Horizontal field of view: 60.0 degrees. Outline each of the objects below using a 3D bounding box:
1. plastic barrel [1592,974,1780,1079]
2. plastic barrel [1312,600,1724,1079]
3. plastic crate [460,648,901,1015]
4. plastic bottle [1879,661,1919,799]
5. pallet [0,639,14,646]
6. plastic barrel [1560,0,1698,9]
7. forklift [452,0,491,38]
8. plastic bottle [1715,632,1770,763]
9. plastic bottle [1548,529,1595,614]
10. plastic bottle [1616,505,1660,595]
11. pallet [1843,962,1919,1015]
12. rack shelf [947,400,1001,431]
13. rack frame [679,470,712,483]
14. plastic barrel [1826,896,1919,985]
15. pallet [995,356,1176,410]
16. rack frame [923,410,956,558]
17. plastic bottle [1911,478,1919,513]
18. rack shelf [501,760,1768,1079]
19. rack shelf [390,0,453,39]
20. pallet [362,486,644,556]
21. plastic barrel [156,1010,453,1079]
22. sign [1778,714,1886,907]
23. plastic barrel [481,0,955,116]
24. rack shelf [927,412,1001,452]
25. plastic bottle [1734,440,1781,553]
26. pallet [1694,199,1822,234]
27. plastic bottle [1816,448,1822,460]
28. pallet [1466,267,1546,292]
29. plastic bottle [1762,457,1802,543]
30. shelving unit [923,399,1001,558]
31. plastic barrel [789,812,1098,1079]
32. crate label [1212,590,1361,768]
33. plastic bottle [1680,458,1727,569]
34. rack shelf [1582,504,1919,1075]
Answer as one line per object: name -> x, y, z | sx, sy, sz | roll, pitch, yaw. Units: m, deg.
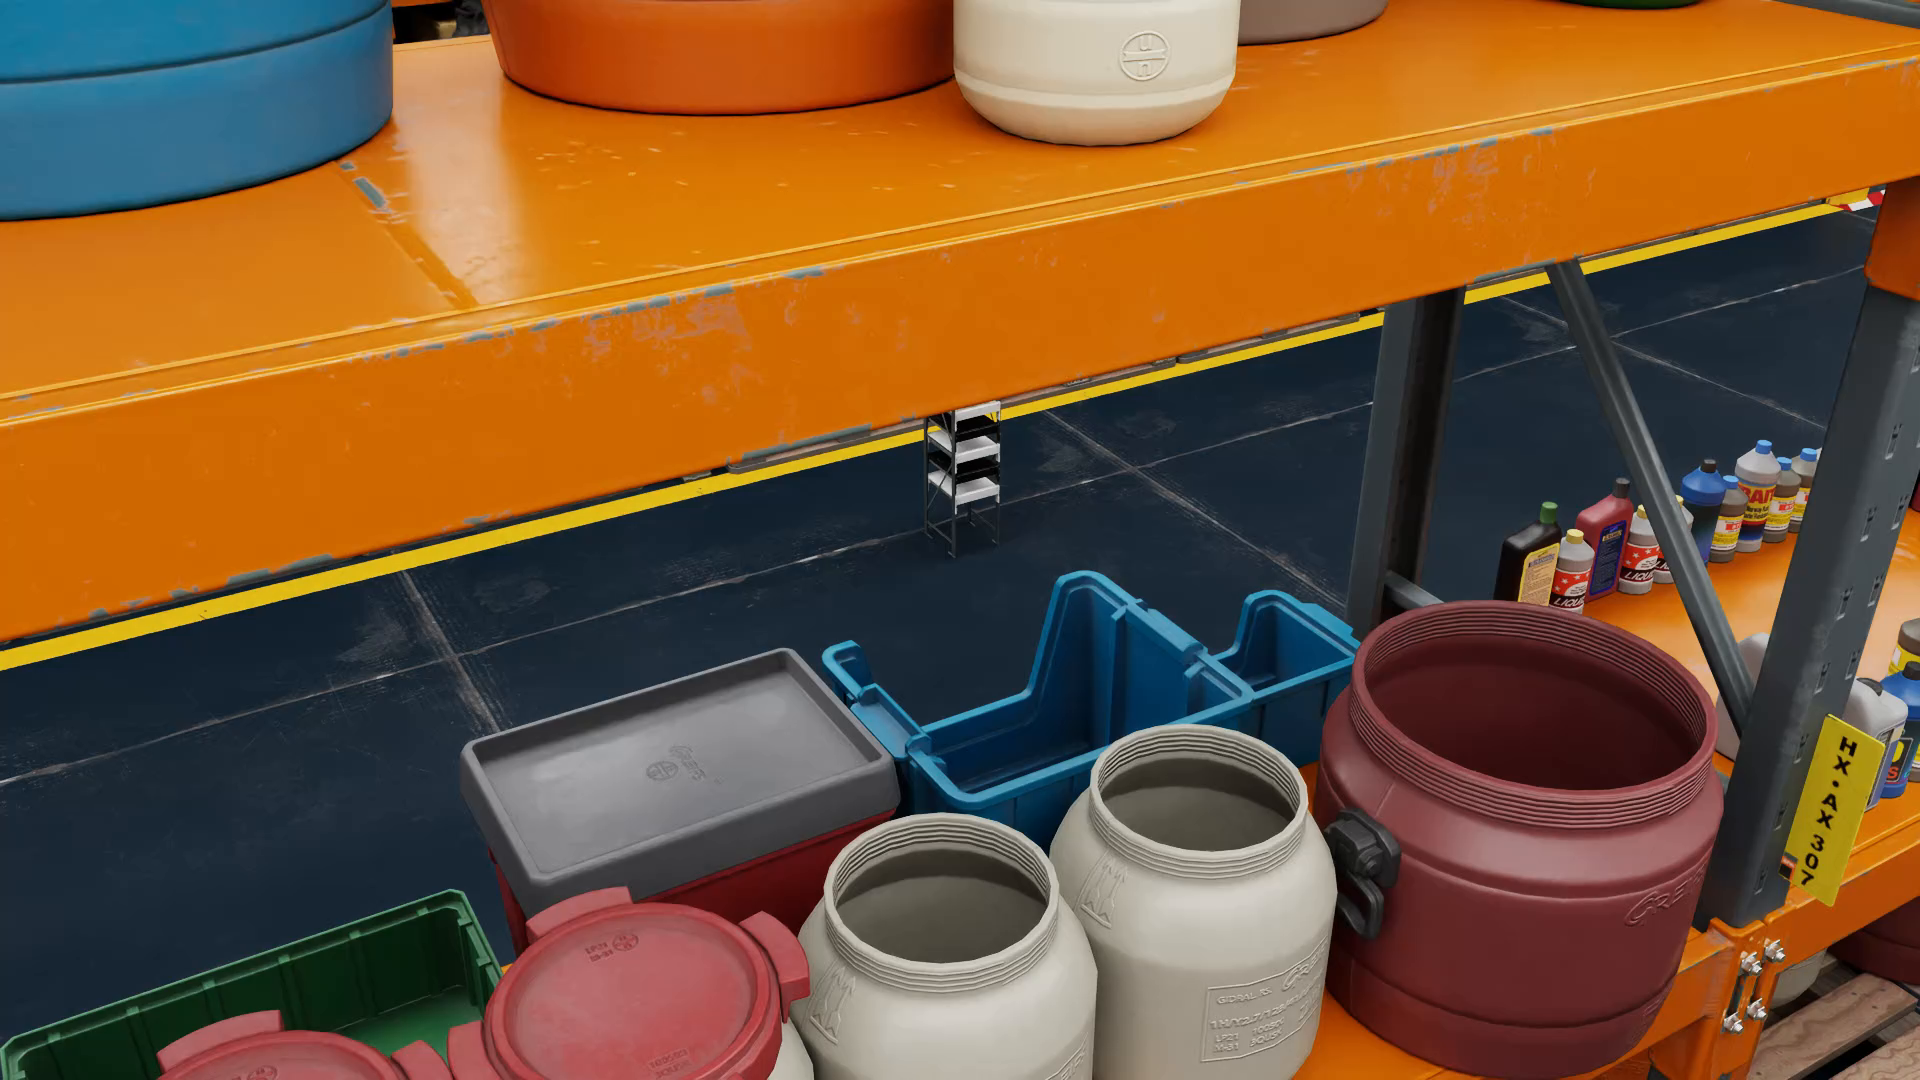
plastic barrel -> 1.531, 0.922, 3.786 | 0.708, 0.830, 0.600 | -16, 33, -26
plastic barrel -> 0.871, 0.463, 2.666 | 0.708, 0.536, 0.600 | -16, 33, -26
plastic crate -> -0.431, 0.523, 2.632 | 0.583, 0.464, 0.402 | -16, 33, -26
plastic bottle -> 1.768, 0.351, 3.143 | 0.097, 0.271, 0.097 | 0, 29, 0
pallet -> -4.222, 0.222, 6.130 | 1.213, 0.211, 1.003 | -16, 33, -26
plastic barrel -> 0.931, -0.881, 2.298 | 0.294, 0.245, 0.294 | 0, 29, 0
forklift -> -2.514, -2.415, 8.093 | 3.031, 2.935, 1.130 | -15, 32, -26
plastic bottle -> 1.577, 0.302, 3.226 | 0.135, 0.276, 0.152 | -16, 33, -26
plastic bottle -> 1.359, 0.072, 3.720 | 0.097, 0.201, 0.097 | 0, 29, 0
plastic bottle -> 1.558, 0.016, 3.822 | 0.097, 0.201, 0.097 | 0, 29, 0
pallet -> 2.827, 0.997, 4.726 | 1.213, 0.211, 1.003 | -16, 33, -26
rack shelf -> 0.007, -0.524, 6.465 | 0.200, 0.077, 0.258 | -16, 33, -26
rack frame -> -1.389, -1.782, 6.874 | 0.127, 3.000, 1.000 | -16, 33, -26
plastic barrel -> 2.505, 0.751, 4.345 | 0.708, 0.588, 0.600 | -16, 33, -26
pallet -> 0.325, -1.024, 8.388 | 1.213, 0.211, 1.003 | -16, 33, -26
rack frame -> -0.081, -0.371, 6.491 | 0.006, 0.900, 0.240 | -16, 33, -26
plastic bottle -> 2.468, -0.208, 4.143 | 0.133, 0.283, 0.061 | -16, 33, -26
rack shelf -> -0.607, 1.087, 2.420 | 4.000, 0.370, 1.077 | -16, 33, -26
rack shelf -> -2.177, -4.019, 11.673 | 4.000, 0.370, 1.077 | -16, 33, -26
pallet -> -2.118, -0.376, 7.212 | 1.213, 0.211, 1.003 | -16, 33, -26
plastic barrel -> -0.762, 0.880, 1.910 | 0.433, 0.535, 0.433 | 0, 29, 0
sign -> 1.402, 0.439, 2.682 | 0.005, 0.325, 0.100 | -16, 33, -26
plastic barrel -> -0.264, -0.948, 1.814 | 0.708, 0.830, 0.600 | -16, 33, -26
rack shelf -> 0.007, -0.446, 6.509 | 0.200, 0.077, 0.258 | -16, 33, -26
plastic bottle -> 1.894, -0.110, 3.978 | 0.097, 0.271, 0.097 | 0, 29, 0
pallet -> 4.756, -2.305, 10.708 | 1.213, 0.211, 1.003 | -16, 33, -26
plastic bottle -> 2.146, -0.151, 4.125 | 0.097, 0.201, 0.097 | 0, 29, 0
pallet -> 2.653, -1.708, 9.626 | 1.213, 0.211, 1.003 | -16, 33, -26
plastic bottle -> 1.978, -0.103, 4.038 | 0.097, 0.201, 0.097 | 0, 29, 0
shelving unit -> 0.007, -0.396, 6.536 | 0.210, 0.900, 0.258 | -16, 33, -26
plastic barrel -> -0.024, 0.678, 2.302 | 0.421, 0.512, 0.421 | 0, 29, 0
crate label -> 0.565, 0.303, 3.270 | 0.416, 0.233, 0.303 | -16, 33, -26
plastic bottle -> 1.726, -0.062, 3.892 | 0.097, 0.271, 0.097 | 0, 29, 0
rack shelf -> 2.842, 0.108, 4.194 | 4.000, 0.370, 1.077 | -16, 33, -26
